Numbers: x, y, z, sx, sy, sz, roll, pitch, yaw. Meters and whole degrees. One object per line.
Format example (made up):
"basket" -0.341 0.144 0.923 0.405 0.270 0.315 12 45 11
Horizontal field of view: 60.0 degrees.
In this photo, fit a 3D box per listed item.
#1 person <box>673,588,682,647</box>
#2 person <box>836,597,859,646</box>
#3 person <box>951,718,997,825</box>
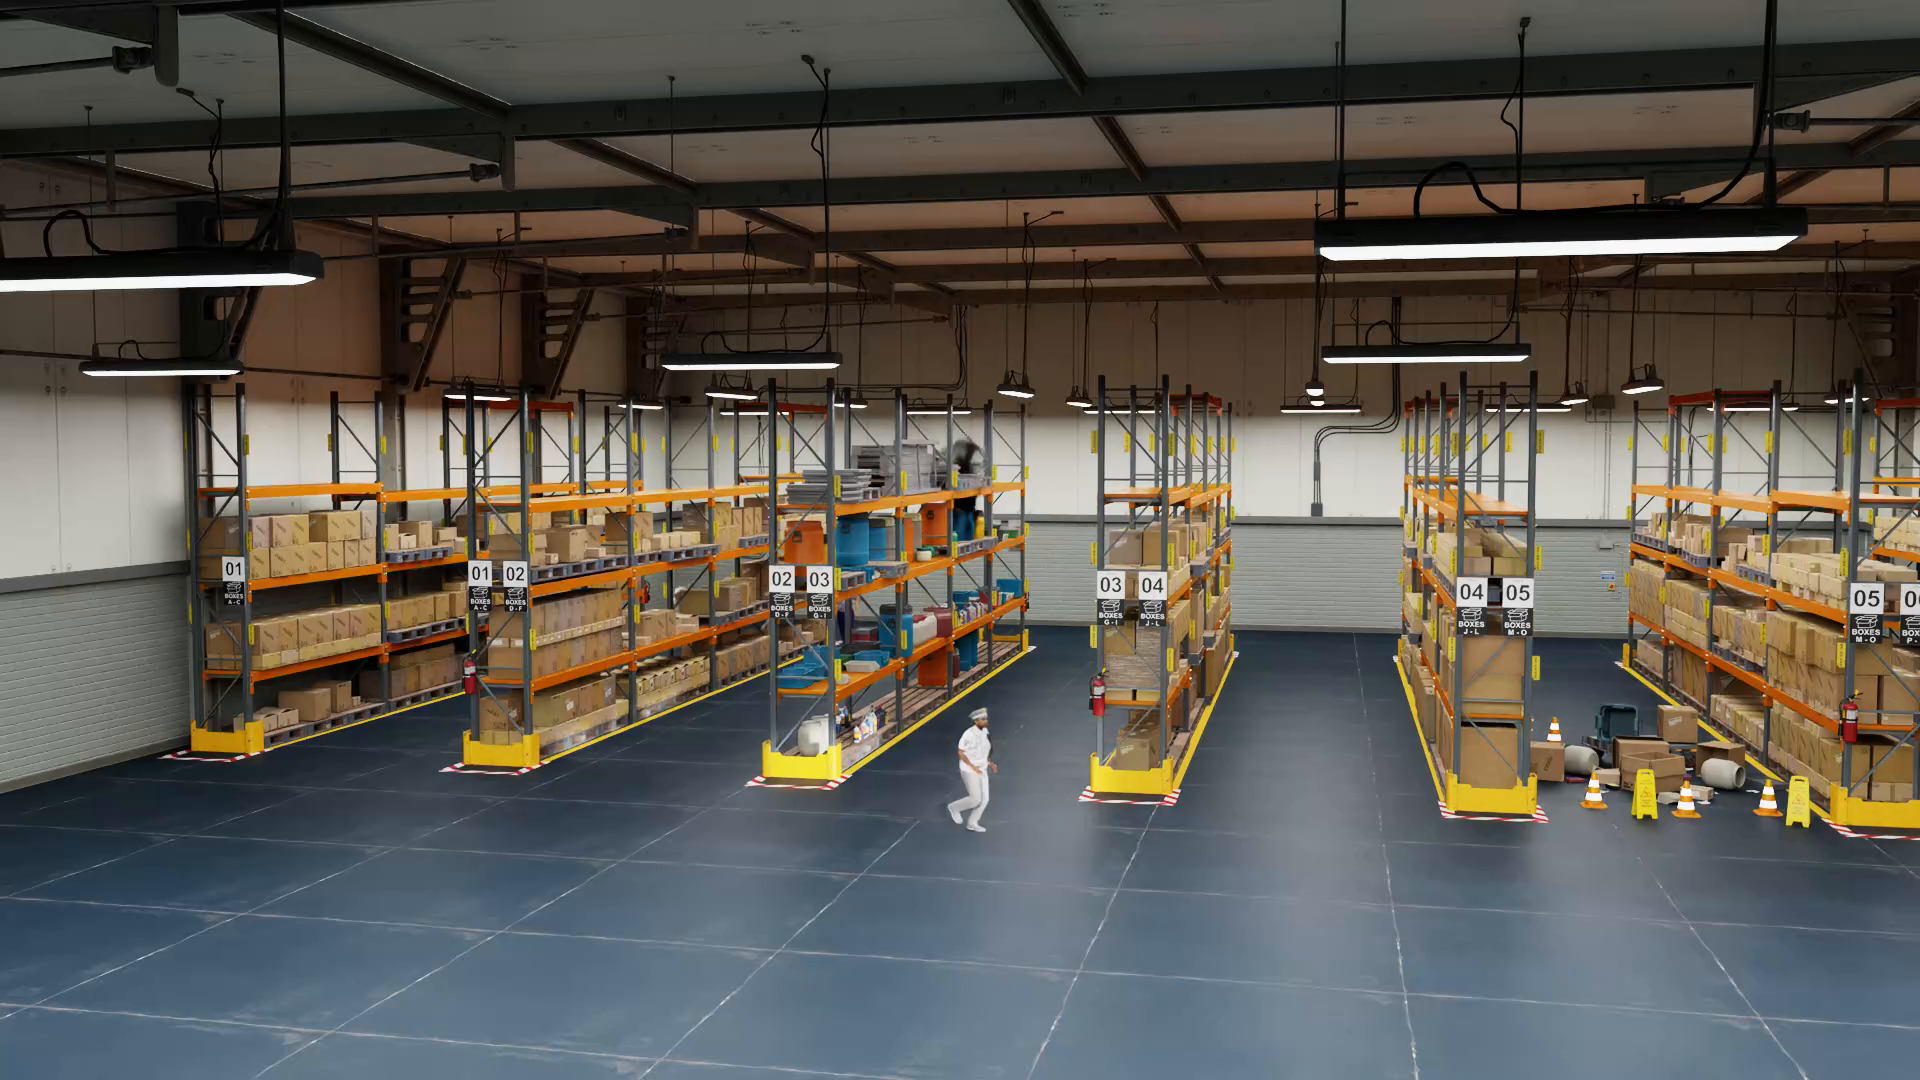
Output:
"person" -6.598 1.899 39.612 0.639 1.565 0.852 0 3 -2
"person" -2.591 1.756 37.258 0.567 1.713 0.807 1 3 10
"person" 0.159 2.957 21.556 0.544 1.509 0.574 3 4 38
